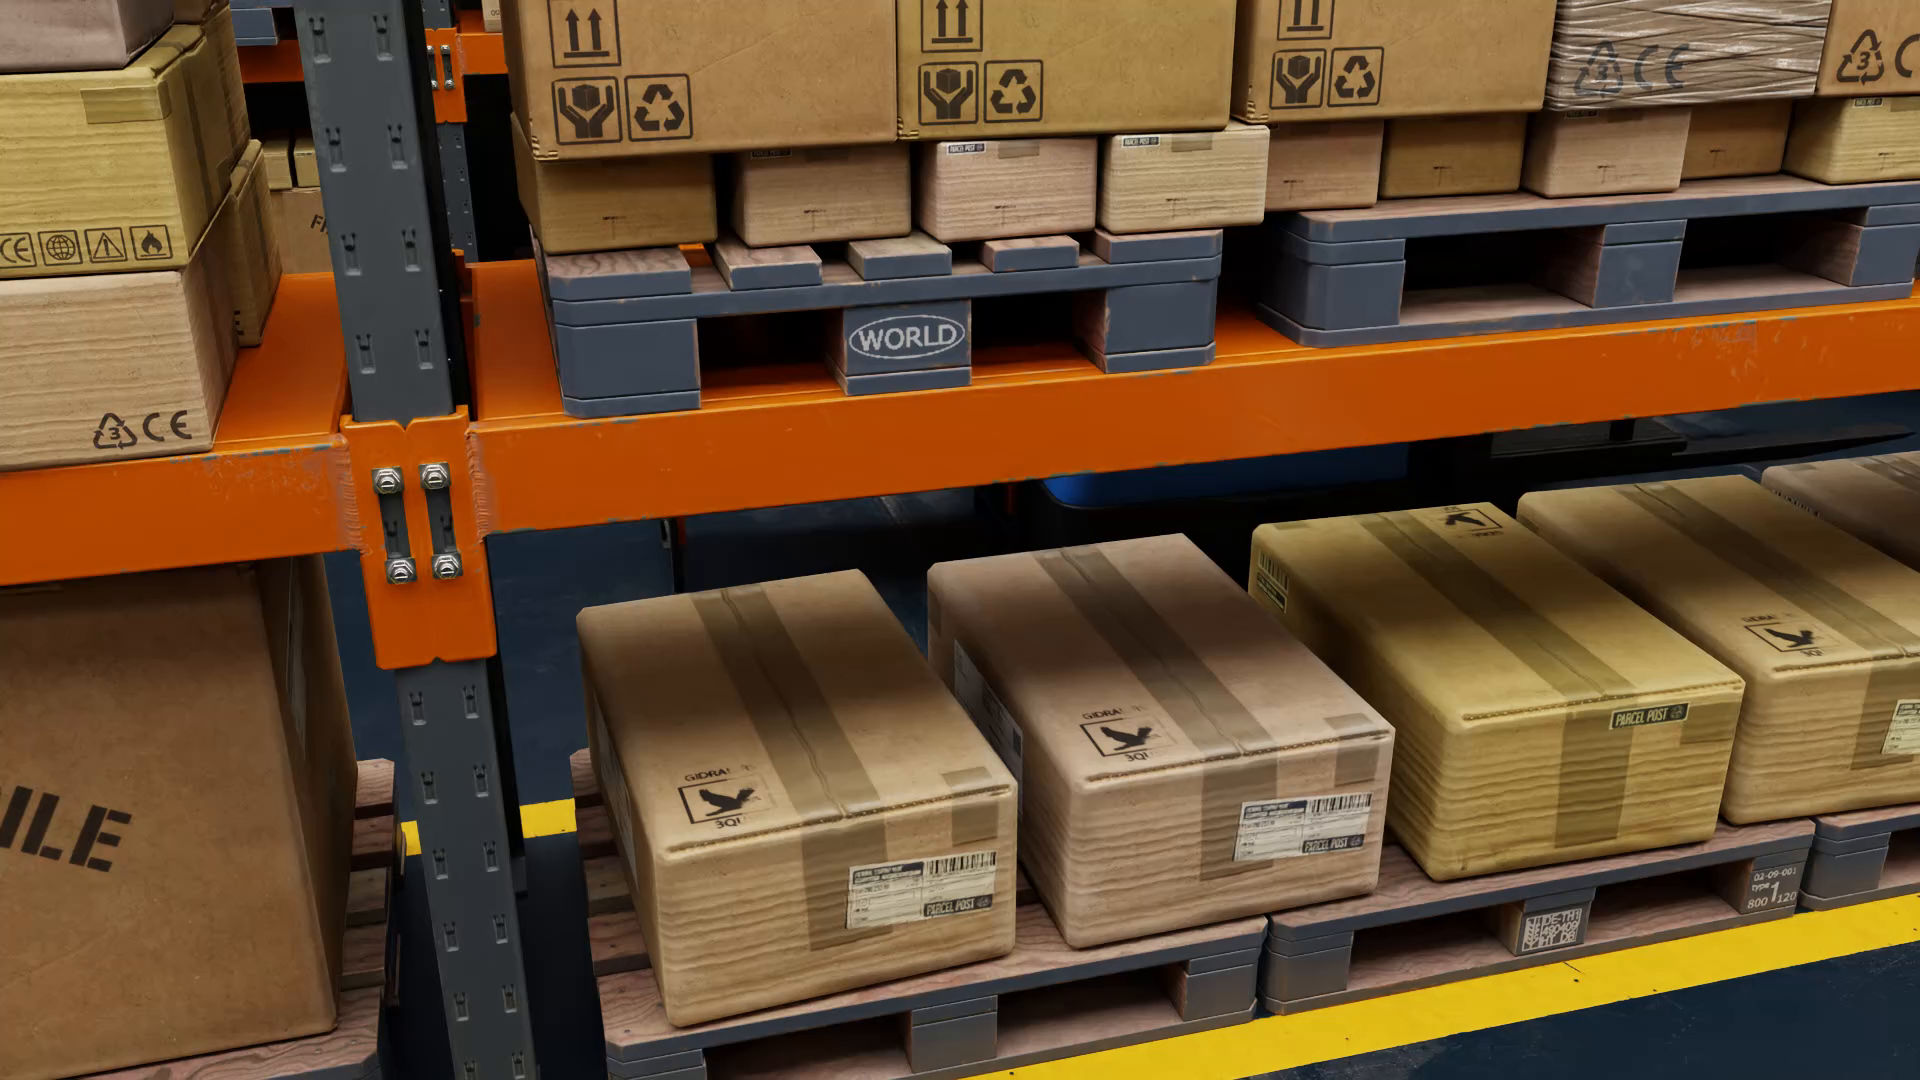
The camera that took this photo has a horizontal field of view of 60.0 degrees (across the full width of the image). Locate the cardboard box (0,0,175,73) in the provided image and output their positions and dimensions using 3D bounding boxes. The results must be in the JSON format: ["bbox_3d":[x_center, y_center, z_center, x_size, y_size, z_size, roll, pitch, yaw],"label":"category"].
[{"bbox_3d":[-1.323,-0.867,2.071,0.500,0.500,0.500,-7,24,-16],"label":"cardboard box"}]

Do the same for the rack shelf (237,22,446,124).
[{"bbox_3d":[-4.166,-1.856,6.684,4.000,0.370,1.077,-6,24,-14],"label":"rack shelf"}]

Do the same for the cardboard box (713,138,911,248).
[{"bbox_3d":[-0.251,-0.575,2.571,0.250,0.149,0.380,-8,24,-18],"label":"cardboard box"}]

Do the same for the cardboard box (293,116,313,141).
[{"bbox_3d":[-2.826,-1.805,7.467,0.250,0.149,0.380,-5,24,-12],"label":"cardboard box"}]

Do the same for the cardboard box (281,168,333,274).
[{"bbox_3d":[-2.589,-1.317,7.154,0.500,0.500,0.500,-6,24,-13],"label":"cardboard box"}]

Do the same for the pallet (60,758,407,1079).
[{"bbox_3d":[-1.675,0.821,3.069,1.213,0.211,1.003,-6,24,-14],"label":"pallet"}]

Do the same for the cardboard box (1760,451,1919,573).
[{"bbox_3d":[2.452,0.130,3.944,0.625,0.372,0.950,-6,24,-14],"label":"cardboard box"}]

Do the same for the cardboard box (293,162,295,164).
[{"bbox_3d":[-3.199,-1.461,7.488,0.500,0.500,0.500,-6,24,-14],"label":"cardboard box"}]

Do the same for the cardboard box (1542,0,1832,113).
[{"bbox_3d":[1.093,-1.019,2.784,0.500,0.500,0.500,-7,24,-16],"label":"cardboard box"}]

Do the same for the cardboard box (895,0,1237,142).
[{"bbox_3d":[0.100,-0.910,2.529,0.500,0.500,0.500,-5,24,-12],"label":"cardboard box"}]

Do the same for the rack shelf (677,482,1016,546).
[{"bbox_3d":[-0.380,-0.257,5.042,1.000,0.278,0.538,-6,24,-13],"label":"rack shelf"}]

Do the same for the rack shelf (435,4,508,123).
[{"bbox_3d":[-0.314,-2.282,7.677,4.000,0.370,1.077,-6,24,-14],"label":"rack shelf"}]

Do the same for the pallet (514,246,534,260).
[{"bbox_3d":[-1.437,-1.191,7.759,1.213,0.211,1.003,-6,24,-14],"label":"pallet"}]

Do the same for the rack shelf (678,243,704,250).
[{"bbox_3d":[-0.380,-0.751,4.831,1.000,0.278,0.538,-6,24,-13],"label":"rack shelf"}]

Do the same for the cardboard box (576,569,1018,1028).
[{"bbox_3d":[-0.349,0.442,3.215,0.625,0.372,0.950,-8,24,-18],"label":"cardboard box"}]

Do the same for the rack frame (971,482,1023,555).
[{"bbox_3d":[0.113,-0.530,5.060,0.032,1.125,0.500,-6,24,-13],"label":"rack frame"}]

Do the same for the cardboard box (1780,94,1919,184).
[{"bbox_3d":[1.549,-0.757,2.995,0.250,0.149,0.380,-6,24,-14],"label":"cardboard box"}]

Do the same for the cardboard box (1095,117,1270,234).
[{"bbox_3d":[0.295,-0.608,2.648,0.250,0.149,0.380,-6,24,-14],"label":"cardboard box"}]

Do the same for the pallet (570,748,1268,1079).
[{"bbox_3d":[-0.143,0.683,3.391,1.213,0.211,1.003,-6,24,-14],"label":"pallet"}]

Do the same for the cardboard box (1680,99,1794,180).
[{"bbox_3d":[1.267,-0.768,3.021,0.250,0.149,0.380,-7,24,-16],"label":"cardboard box"}]

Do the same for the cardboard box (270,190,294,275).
[{"bbox_3d":[-3.074,-1.268,7.039,0.500,0.500,0.500,-7,24,-15],"label":"cardboard box"}]

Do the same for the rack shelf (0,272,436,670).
[{"bbox_3d":[-2.821,0.028,2.293,4.000,0.370,1.077,-6,24,-14],"label":"rack shelf"}]

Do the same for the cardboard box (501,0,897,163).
[{"bbox_3d":[-0.400,-0.851,2.394,0.500,0.500,0.500,-7,24,-16],"label":"cardboard box"}]

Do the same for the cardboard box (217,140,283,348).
[{"bbox_3d":[-1.435,-0.490,2.779,0.500,0.250,0.500,-7,24,-15],"label":"cardboard box"}]

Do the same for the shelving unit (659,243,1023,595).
[{"bbox_3d":[-0.380,-0.482,4.946,1.048,1.125,0.538,-6,24,-13],"label":"shelving unit"}]

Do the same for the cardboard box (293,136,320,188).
[{"bbox_3d":[-2.647,-1.593,6.974,0.250,0.149,0.380,-8,24,-17],"label":"cardboard box"}]

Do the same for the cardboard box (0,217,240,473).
[{"bbox_3d":[-1.312,-0.294,2.322,0.500,0.250,0.500,-7,24,-16],"label":"cardboard box"}]

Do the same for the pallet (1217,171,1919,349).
[{"bbox_3d":[0.999,-0.654,3.213,1.213,0.211,1.003,-6,24,-14],"label":"pallet"}]

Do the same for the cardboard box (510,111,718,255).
[{"bbox_3d":[-0.532,-0.557,2.531,0.250,0.149,0.380,-8,24,-17],"label":"cardboard box"}]

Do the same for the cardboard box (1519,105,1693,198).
[{"bbox_3d":[1.037,-0.711,2.889,0.250,0.149,0.380,-6,24,-13],"label":"cardboard box"}]

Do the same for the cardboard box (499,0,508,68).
[{"bbox_3d":[-0.533,-1.045,2.846,0.500,0.500,0.500,-7,24,-16],"label":"cardboard box"}]

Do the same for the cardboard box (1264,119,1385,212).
[{"bbox_3d":[0.506,-0.663,2.777,0.250,0.149,0.380,-5,24,-11],"label":"cardboard box"}]

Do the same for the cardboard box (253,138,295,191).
[{"bbox_3d":[-2.901,-1.553,6.879,0.250,0.149,0.380,-8,24,-17],"label":"cardboard box"}]

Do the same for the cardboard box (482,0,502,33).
[{"bbox_3d":[-1.747,-2.285,6.962,0.500,0.250,0.500,-6,24,-14],"label":"cardboard box"}]

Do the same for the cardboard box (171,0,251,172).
[{"bbox_3d":[-1.450,-0.716,2.672,0.500,0.250,0.500,-6,24,-15],"label":"cardboard box"}]

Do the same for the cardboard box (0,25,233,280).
[{"bbox_3d":[-1.293,-0.529,2.234,0.500,0.250,0.500,-6,24,-15],"label":"cardboard box"}]

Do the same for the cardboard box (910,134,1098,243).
[{"bbox_3d":[0.025,-0.586,2.598,0.250,0.149,0.380,-8,24,-18],"label":"cardboard box"}]

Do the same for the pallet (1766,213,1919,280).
[{"bbox_3d":[2.181,-0.828,3.618,1.213,0.211,1.003,-6,24,-14],"label":"pallet"}]

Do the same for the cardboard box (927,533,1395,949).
[{"bbox_3d":[0.360,0.361,3.405,0.625,0.372,0.950,-7,24,-15],"label":"cardboard box"}]

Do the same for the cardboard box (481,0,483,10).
[{"bbox_3d":[-1.876,-2.476,7.406,0.500,0.250,0.500,-7,24,-15],"label":"cardboard box"}]

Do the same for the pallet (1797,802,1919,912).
[{"bbox_3d":[2.207,0.423,3.996,1.213,0.211,1.003,-6,24,-14],"label":"pallet"}]

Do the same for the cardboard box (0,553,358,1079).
[{"bbox_3d":[-1.583,0.310,2.886,0.875,0.875,0.875,-7,24,-15],"label":"cardboard box"}]

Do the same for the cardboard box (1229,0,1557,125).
[{"bbox_3d":[0.610,-0.969,2.667,0.500,0.500,0.500,-6,24,-13],"label":"cardboard box"}]

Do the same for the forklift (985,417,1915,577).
[{"bbox_3d":[1.627,-1.484,4.992,3.031,2.935,1.130,-6,24,-13],"label":"forklift"}]

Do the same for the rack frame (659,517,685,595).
[{"bbox_3d":[-0.873,-0.433,4.832,0.032,1.125,0.500,-6,24,-13],"label":"rack frame"}]

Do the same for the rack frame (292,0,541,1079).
[{"bbox_3d":[-0.895,-0.516,2.648,0.127,3.000,1.000,-6,24,-14],"label":"rack frame"}]

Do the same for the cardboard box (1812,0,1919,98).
[{"bbox_3d":[1.597,-1.075,2.915,0.500,0.500,0.500,-5,24,-13],"label":"cardboard box"}]

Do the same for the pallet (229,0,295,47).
[{"bbox_3d":[-2.874,-2.213,6.846,1.003,0.211,1.213,-6,24,-14],"label":"pallet"}]

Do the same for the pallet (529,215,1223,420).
[{"bbox_3d":[-0.238,-0.544,2.957,1.003,0.211,1.213,-6,24,-14],"label":"pallet"}]

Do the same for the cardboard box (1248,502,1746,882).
[{"bbox_3d":[1.091,0.282,3.588,0.625,0.372,0.950,-6,24,-13],"label":"cardboard box"}]

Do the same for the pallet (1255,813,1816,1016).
[{"bbox_3d":[1.030,0.554,3.690,1.213,0.211,1.003,-6,24,-14],"label":"pallet"}]

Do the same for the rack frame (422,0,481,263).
[{"bbox_3d":[-2.240,-2.400,7.039,0.127,3.000,1.000,-6,24,-14],"label":"rack frame"}]

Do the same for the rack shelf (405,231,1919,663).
[{"bbox_3d":[1.030,-0.398,3.286,4.000,0.370,1.077,-6,24,-14],"label":"rack shelf"}]

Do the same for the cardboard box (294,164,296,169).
[{"bbox_3d":[-2.721,-1.506,7.592,0.500,0.500,0.500,-5,24,-12],"label":"cardboard box"}]

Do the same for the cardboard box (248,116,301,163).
[{"bbox_3d":[-3.089,-1.787,7.425,0.250,0.149,0.380,-6,24,-13],"label":"cardboard box"}]

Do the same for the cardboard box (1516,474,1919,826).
[{"bbox_3d":[1.760,0.207,3.762,0.625,0.372,0.950,-5,24,-11],"label":"cardboard box"}]

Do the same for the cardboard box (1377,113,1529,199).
[{"bbox_3d":[0.768,-0.708,2.882,0.250,0.149,0.380,-5,24,-12],"label":"cardboard box"}]

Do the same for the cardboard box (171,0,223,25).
[{"bbox_3d":[-1.436,-1.062,2.525,0.500,0.500,0.500,-7,24,-16],"label":"cardboard box"}]
